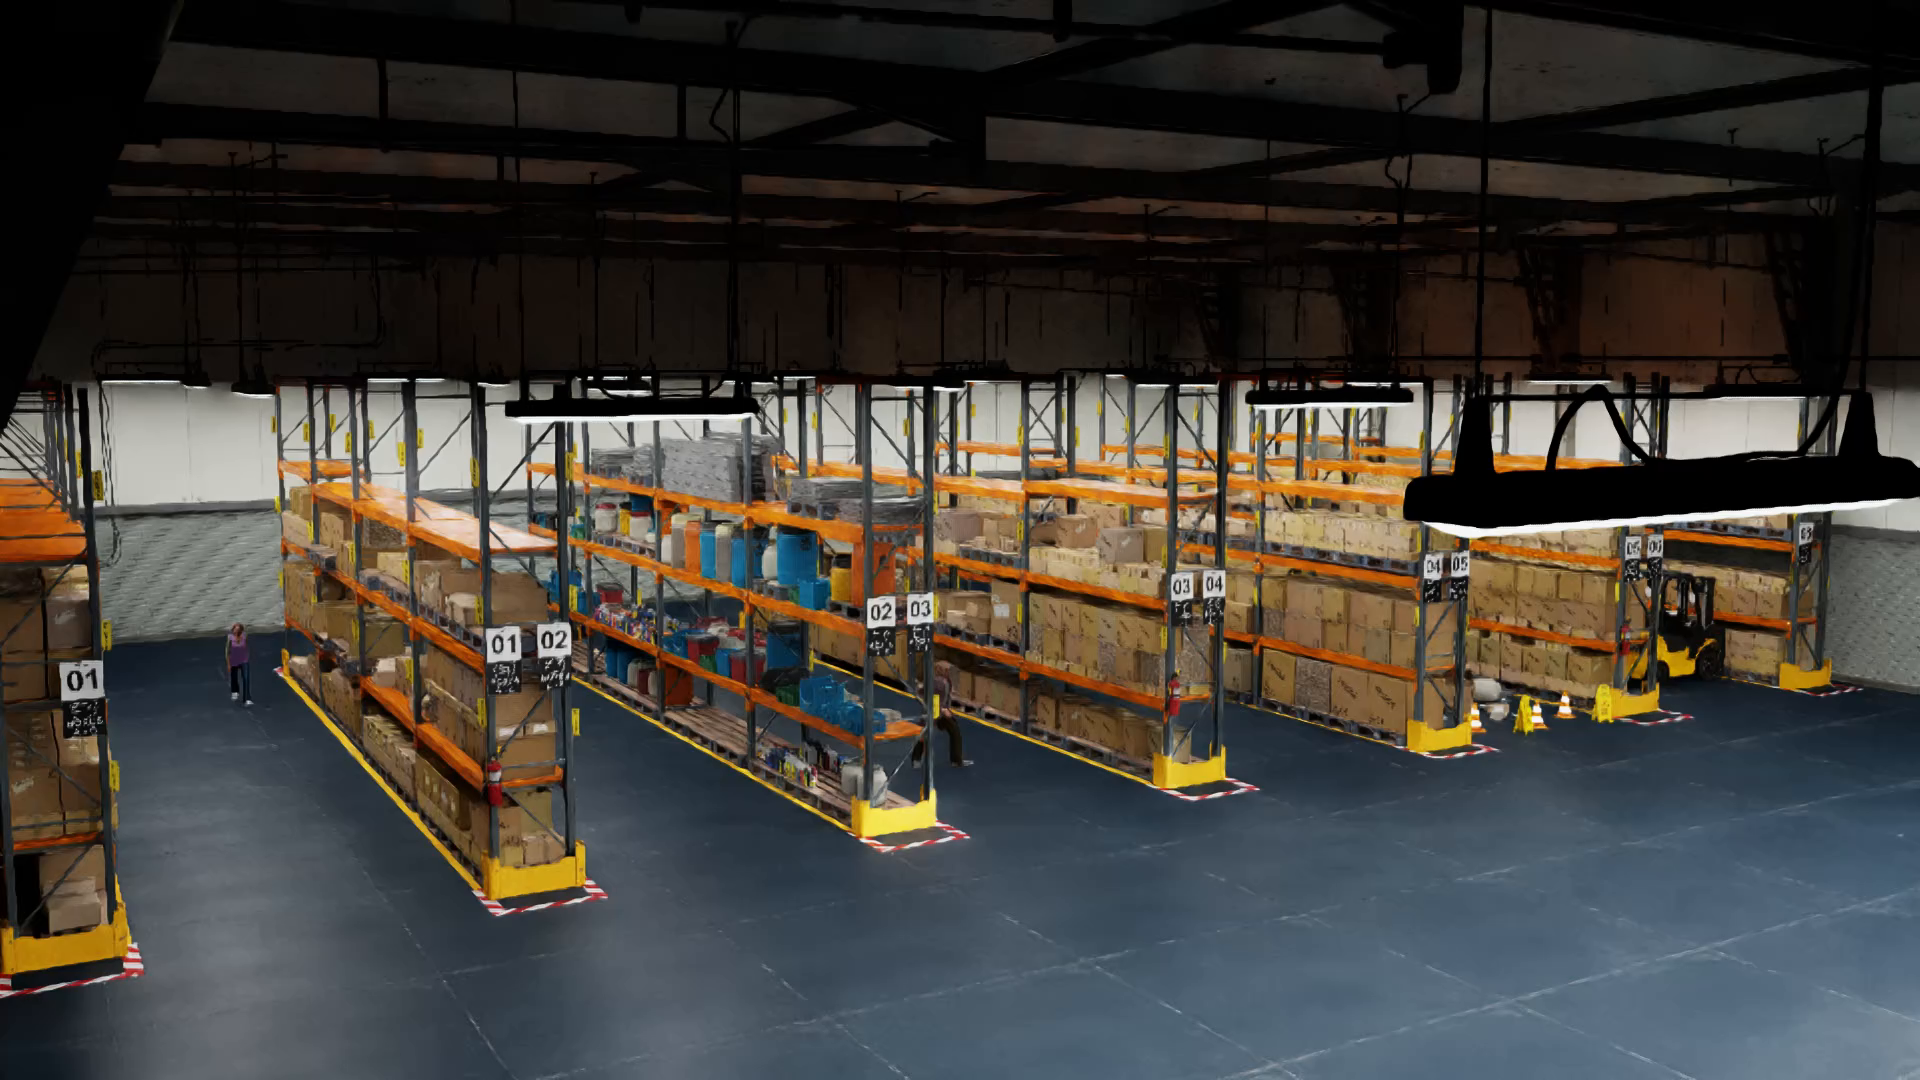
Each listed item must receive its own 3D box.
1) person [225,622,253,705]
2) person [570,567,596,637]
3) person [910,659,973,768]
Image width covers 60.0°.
[{"bbox_3d":[-13.220,2.235,30.446,0.417,1.517,1.037,-3,7,-27],"label":"person"},{"bbox_3d":[-8.595,1.411,37.474,0.563,1.637,0.731,0,6,4],"label":"person"},{"bbox_3d":[-0.347,2.670,25.619,0.878,1.717,0.737,6,8,43],"label":"person"}]
